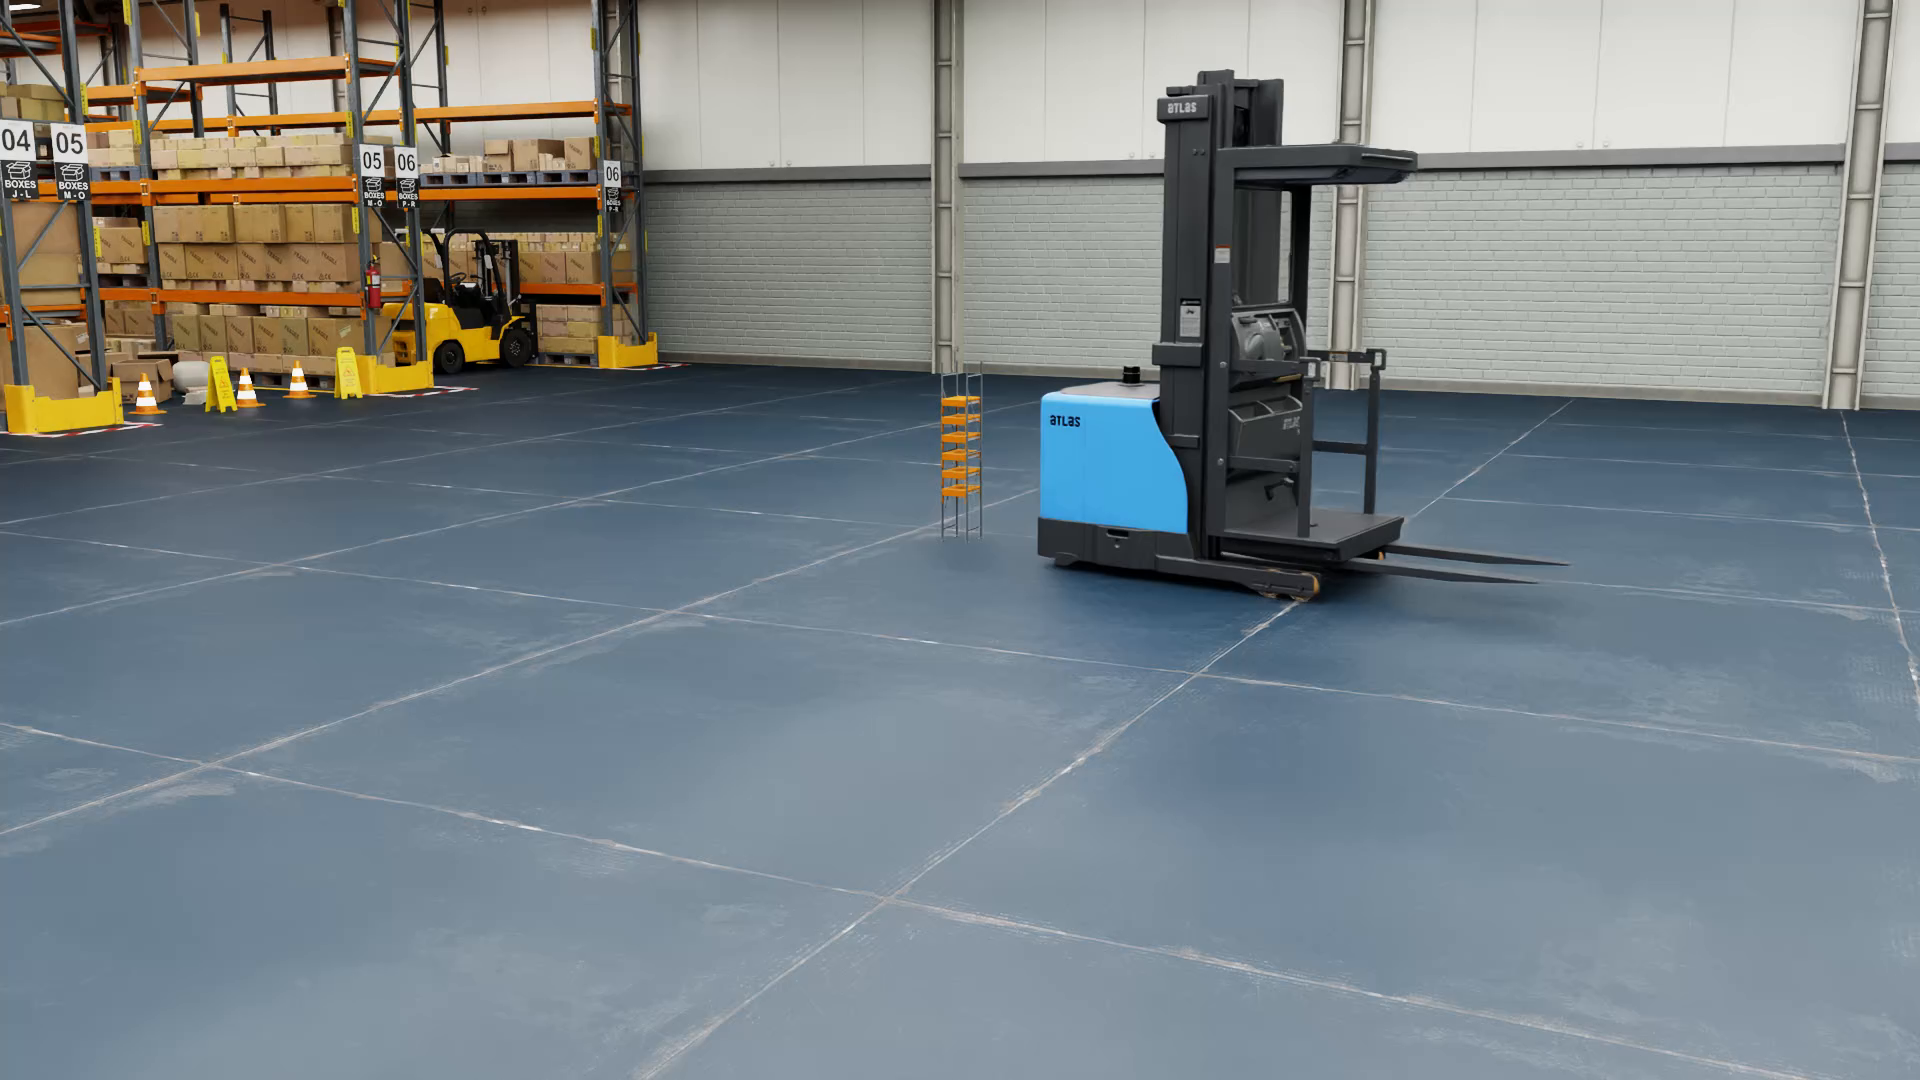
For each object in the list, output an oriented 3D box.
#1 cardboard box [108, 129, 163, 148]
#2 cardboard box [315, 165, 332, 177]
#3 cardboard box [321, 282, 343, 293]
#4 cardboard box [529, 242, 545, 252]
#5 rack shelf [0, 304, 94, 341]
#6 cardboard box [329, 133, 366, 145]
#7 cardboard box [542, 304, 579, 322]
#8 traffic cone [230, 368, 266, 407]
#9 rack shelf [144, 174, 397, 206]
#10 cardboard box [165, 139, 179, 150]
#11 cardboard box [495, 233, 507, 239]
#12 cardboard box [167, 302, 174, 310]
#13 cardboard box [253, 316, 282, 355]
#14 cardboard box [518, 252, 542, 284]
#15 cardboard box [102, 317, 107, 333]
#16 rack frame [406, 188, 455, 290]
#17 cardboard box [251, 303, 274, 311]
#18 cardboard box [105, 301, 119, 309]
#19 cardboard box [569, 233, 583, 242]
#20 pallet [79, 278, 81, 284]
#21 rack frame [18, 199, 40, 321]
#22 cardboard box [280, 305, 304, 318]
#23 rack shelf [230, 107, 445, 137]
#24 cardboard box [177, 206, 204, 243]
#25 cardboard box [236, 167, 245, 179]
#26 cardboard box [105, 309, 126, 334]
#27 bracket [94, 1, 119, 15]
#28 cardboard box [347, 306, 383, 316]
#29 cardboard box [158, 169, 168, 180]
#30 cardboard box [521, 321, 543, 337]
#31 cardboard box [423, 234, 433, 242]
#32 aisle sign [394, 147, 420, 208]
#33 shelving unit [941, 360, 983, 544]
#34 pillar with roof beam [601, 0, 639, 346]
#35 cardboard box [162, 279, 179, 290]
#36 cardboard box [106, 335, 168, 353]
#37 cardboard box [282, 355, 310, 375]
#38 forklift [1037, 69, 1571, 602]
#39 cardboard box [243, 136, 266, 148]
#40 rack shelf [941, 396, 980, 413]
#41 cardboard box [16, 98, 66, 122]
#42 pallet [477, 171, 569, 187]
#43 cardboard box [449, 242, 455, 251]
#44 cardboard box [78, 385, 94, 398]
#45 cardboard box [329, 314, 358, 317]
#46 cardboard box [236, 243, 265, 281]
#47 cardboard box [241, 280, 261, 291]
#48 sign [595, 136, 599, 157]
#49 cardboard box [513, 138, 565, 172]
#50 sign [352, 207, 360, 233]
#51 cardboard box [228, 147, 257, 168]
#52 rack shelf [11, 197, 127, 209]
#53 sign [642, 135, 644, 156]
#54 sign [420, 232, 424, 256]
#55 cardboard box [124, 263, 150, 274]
[{"bbox_3d":[-11.698,-5.681,23.613,0.500,0.250,0.500,5,12,27],"label":"cardboard box"},{"bbox_3d":[-8.216,-4.836,21.811,0.250,0.149,0.380,5,11,26],"label":"cardboard box"},{"bbox_3d":[-8.241,-3.360,22.076,0.250,0.149,0.380,5,11,25],"label":"cardboard box"},{"bbox_3d":[-6.702,-4.710,26.731,0.250,0.149,0.380,5,11,24],"label":"cardboard box"},{"bbox_3d":[-11.428,-2.491,18.590,4.000,0.370,1.077,5,11,26],"label":"rack shelf"},{"bbox_3d":[-7.968,-5.210,21.638,0.250,0.149,0.380,5,11,26],"label":"cardboard box"},{"bbox_3d":[-6.353,-3.650,26.710,0.500,0.250,0.500,5,12,27],"label":"cardboard box"},{"bbox_3d":[-8.677,-1.861,20.215,0.334,0.463,0.336,5,11,26],"label":"traffic cone"},{"bbox_3d":[-9.328,-4.765,22.735,4.000,0.370,1.077,5,11,26],"label":"rack shelf"},{"bbox_3d":[-10.737,-5.453,22.981,0.250,0.149,0.380,5,12,28],"label":"cardboard box"},{"bbox_3d":[-7.352,-4.931,27.113,0.250,0.149,0.380,5,11,26],"label":"cardboard box"},{"bbox_3d":[-14.445,-4.340,30.806,0.250,0.149,0.380,5,11,26],"label":"cardboard box"},{"bbox_3d":[-9.287,-2.811,22.777,0.500,0.500,0.500,5,11,24],"label":"cardboard box"},{"bbox_3d":[-6.820,-4.408,26.880,0.500,0.500,0.500,5,11,25],"label":"cardboard box"},{"bbox_3d":[-16.591,-4.198,32.372,0.500,0.311,0.500,5,12,28],"label":"cardboard box"},{"bbox_3d":[-8.929,-4.594,28.191,0.127,3.000,1.000,5,11,26],"label":"rack frame"},{"bbox_3d":[-12.846,-4.296,30.562,0.250,0.149,0.380,6,12,29],"label":"cardboard box"},{"bbox_3d":[-15.899,-4.449,31.411,0.250,0.149,0.380,6,12,29],"label":"cardboard box"},{"bbox_3d":[-5.991,-4.803,26.406,0.250,0.149,0.380,5,11,26],"label":"cardboard box"},{"bbox_3d":[-14.022,-3.983,25.352,1.003,0.211,1.213,5,11,26],"label":"pallet"},{"bbox_3d":[-14.709,-4.116,25.551,0.127,3.000,1.000,5,11,26],"label":"rack frame"},{"bbox_3d":[-8.951,-3.088,22.482,0.250,0.149,0.380,5,12,27],"label":"cardboard box"},{"bbox_3d":[-10.722,-7.153,28.627,4.000,0.370,1.077,5,11,26],"label":"rack shelf"},{"bbox_3d":[-10.375,-4.375,23.060,0.500,0.500,0.700,5,11,26],"label":"cardboard box"},{"bbox_3d":[-9.566,-4.968,22.539,0.250,0.149,0.380,5,11,26],"label":"cardboard box"},{"bbox_3d":[-15.769,-4.127,31.450,0.500,0.500,0.500,6,12,28],"label":"cardboard box"},{"bbox_3d":[-16.113,-10.057,31.424,0.430,0.232,0.235,5,11,26],"label":"bracket"},{"bbox_3d":[-10.094,-3.734,28.927,0.625,0.625,0.875,5,11,25],"label":"cardboard box"},{"bbox_3d":[-10.949,-5.089,23.209,0.250,0.149,0.380,5,11,25],"label":"cardboard box"},{"bbox_3d":[-6.834,-3.445,26.982,0.500,0.250,0.500,5,11,25],"label":"cardboard box"},{"bbox_3d":[-8.774,-5.036,27.697,0.250,0.149,0.380,5,12,27],"label":"cardboard box"},{"bbox_3d":[-7.342,-4.810,22.083,0.004,0.787,0.394,5,11,26],"label":"aisle sign"},{"bbox_3d":[0.013,-0.589,11.117,0.189,1.200,0.258,5,11,26],"label":"shelving unit"},{"bbox_3d":[-7.472,-6.742,23.215,0.400,9.000,9.100,5,11,26],"label":"pillar with roof beam"},{"bbox_3d":[-10.981,-3.601,23.411,0.250,0.149,0.380,5,11,26],"label":"cardboard box"},{"bbox_3d":[-12.239,-2.812,24.542,0.625,0.372,0.950,6,12,29],"label":"cardboard box"},{"bbox_3d":[-8.839,-2.402,22.622,0.500,0.250,0.500,5,11,26],"label":"cardboard box"},{"bbox_3d":[1.982,-1.202,9.642,3.031,2.935,1.130,7,12,34],"label":"forklift"},{"bbox_3d":[-9.358,-5.326,22.276,0.250,0.149,0.380,5,12,27],"label":"cardboard box"},{"bbox_3d":[0.013,-0.900,11.061,0.180,0.103,0.258,5,11,26],"label":"rack shelf"},{"bbox_3d":[-9.953,-4.571,17.765,0.500,0.250,0.500,5,11,26],"label":"cardboard box"},{"bbox_3d":[-7.062,-5.867,27.051,1.213,0.211,1.003,5,11,26],"label":"pallet"},{"bbox_3d":[-8.280,-4.859,27.553,0.250,0.149,0.380,5,11,26],"label":"cardboard box"},{"bbox_3d":[-10.865,-1.816,20.517,0.258,0.266,0.396,7,13,36],"label":"cardboard box"},{"bbox_3d":[-8.628,-2.858,23.037,0.500,0.500,0.500,5,11,24],"label":"cardboard box"},{"bbox_3d":[-9.483,-3.803,22.706,0.500,0.500,0.500,5,11,26],"label":"cardboard box"},{"bbox_3d":[-9.600,-3.484,22.761,0.250,0.149,0.380,5,11,26],"label":"cardboard box"},{"bbox_3d":[-5.594,-6.066,25.638,0.005,0.325,0.100,5,11,26],"label":"sign"},{"bbox_3d":[-6.720,-6.152,26.639,0.500,0.500,0.700,5,11,26],"label":"cardboard box"},{"bbox_3d":[-7.798,-4.124,21.455,0.005,0.325,0.100,5,11,26],"label":"sign"},{"bbox_3d":[-9.484,-5.151,22.432,0.500,0.250,0.500,5,11,26],"label":"cardboard box"},{"bbox_3d":[-17.896,-6.504,32.342,4.000,0.370,1.077,5,11,26],"label":"rack shelf"},{"bbox_3d":[-5.091,-6.312,26.584,0.005,0.325,0.100,5,11,26],"label":"sign"},{"bbox_3d":[-7.294,-3.998,22.469,0.005,0.325,0.100,5,11,26],"label":"sign"},{"bbox_3d":[-11.705,-3.880,23.775,0.250,0.149,0.380,5,11,27],"label":"cardboard box"}]
